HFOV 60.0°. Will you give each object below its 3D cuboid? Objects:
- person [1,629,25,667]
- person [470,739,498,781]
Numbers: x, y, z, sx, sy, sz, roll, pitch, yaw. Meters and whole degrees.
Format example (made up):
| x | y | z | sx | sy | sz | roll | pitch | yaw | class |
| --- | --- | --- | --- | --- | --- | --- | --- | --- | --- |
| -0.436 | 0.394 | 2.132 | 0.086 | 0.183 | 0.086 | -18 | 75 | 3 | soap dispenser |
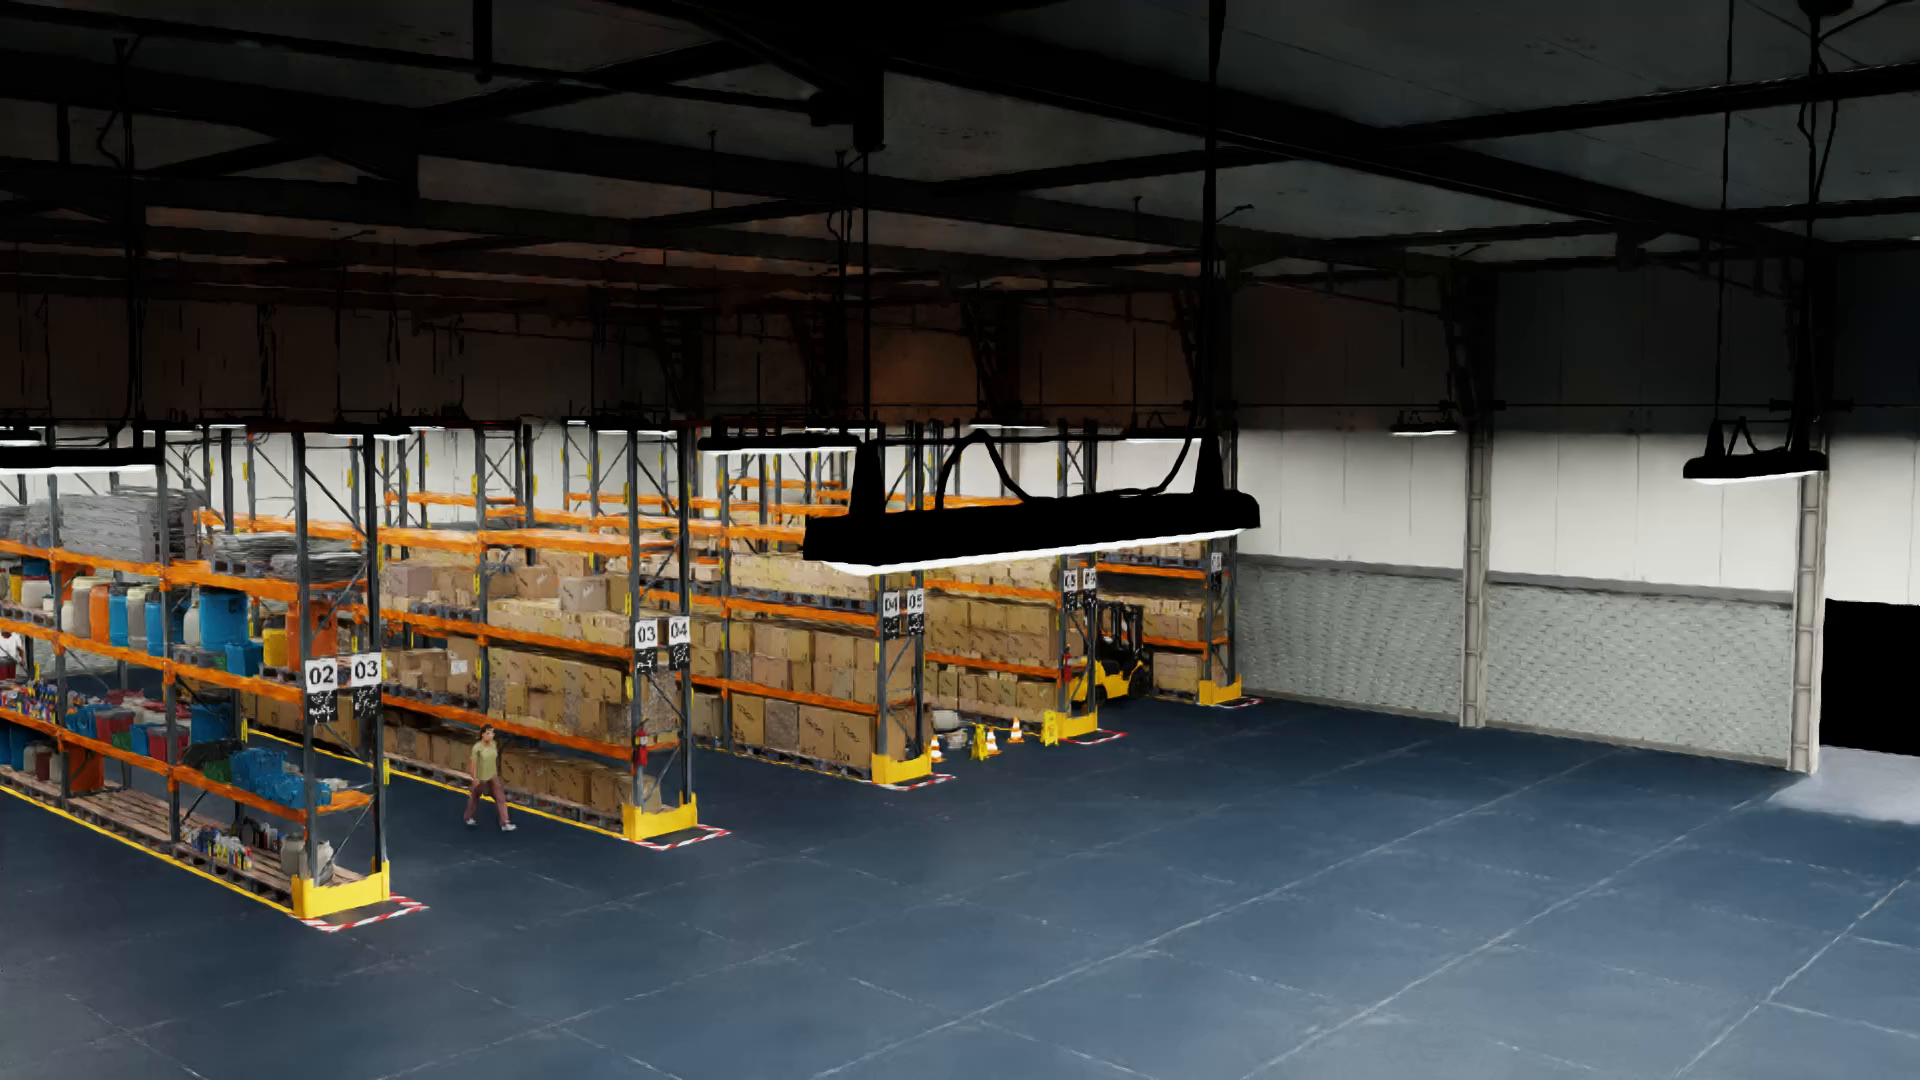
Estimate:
| x | y | z | sx | sy | sz | roll | pitch | yaw | class |
| --- | --- | --- | --- | --- | --- | --- | --- | --- | --- |
| -20.378 | 2.589 | 35.589 | 1.043 | 1.679 | 0.589 | 4 | 6 | 41 | person |
| -7.052 | 3.255 | 24.665 | 0.332 | 0.613 | 0.444 | 5 | 7 | 44 | person |
